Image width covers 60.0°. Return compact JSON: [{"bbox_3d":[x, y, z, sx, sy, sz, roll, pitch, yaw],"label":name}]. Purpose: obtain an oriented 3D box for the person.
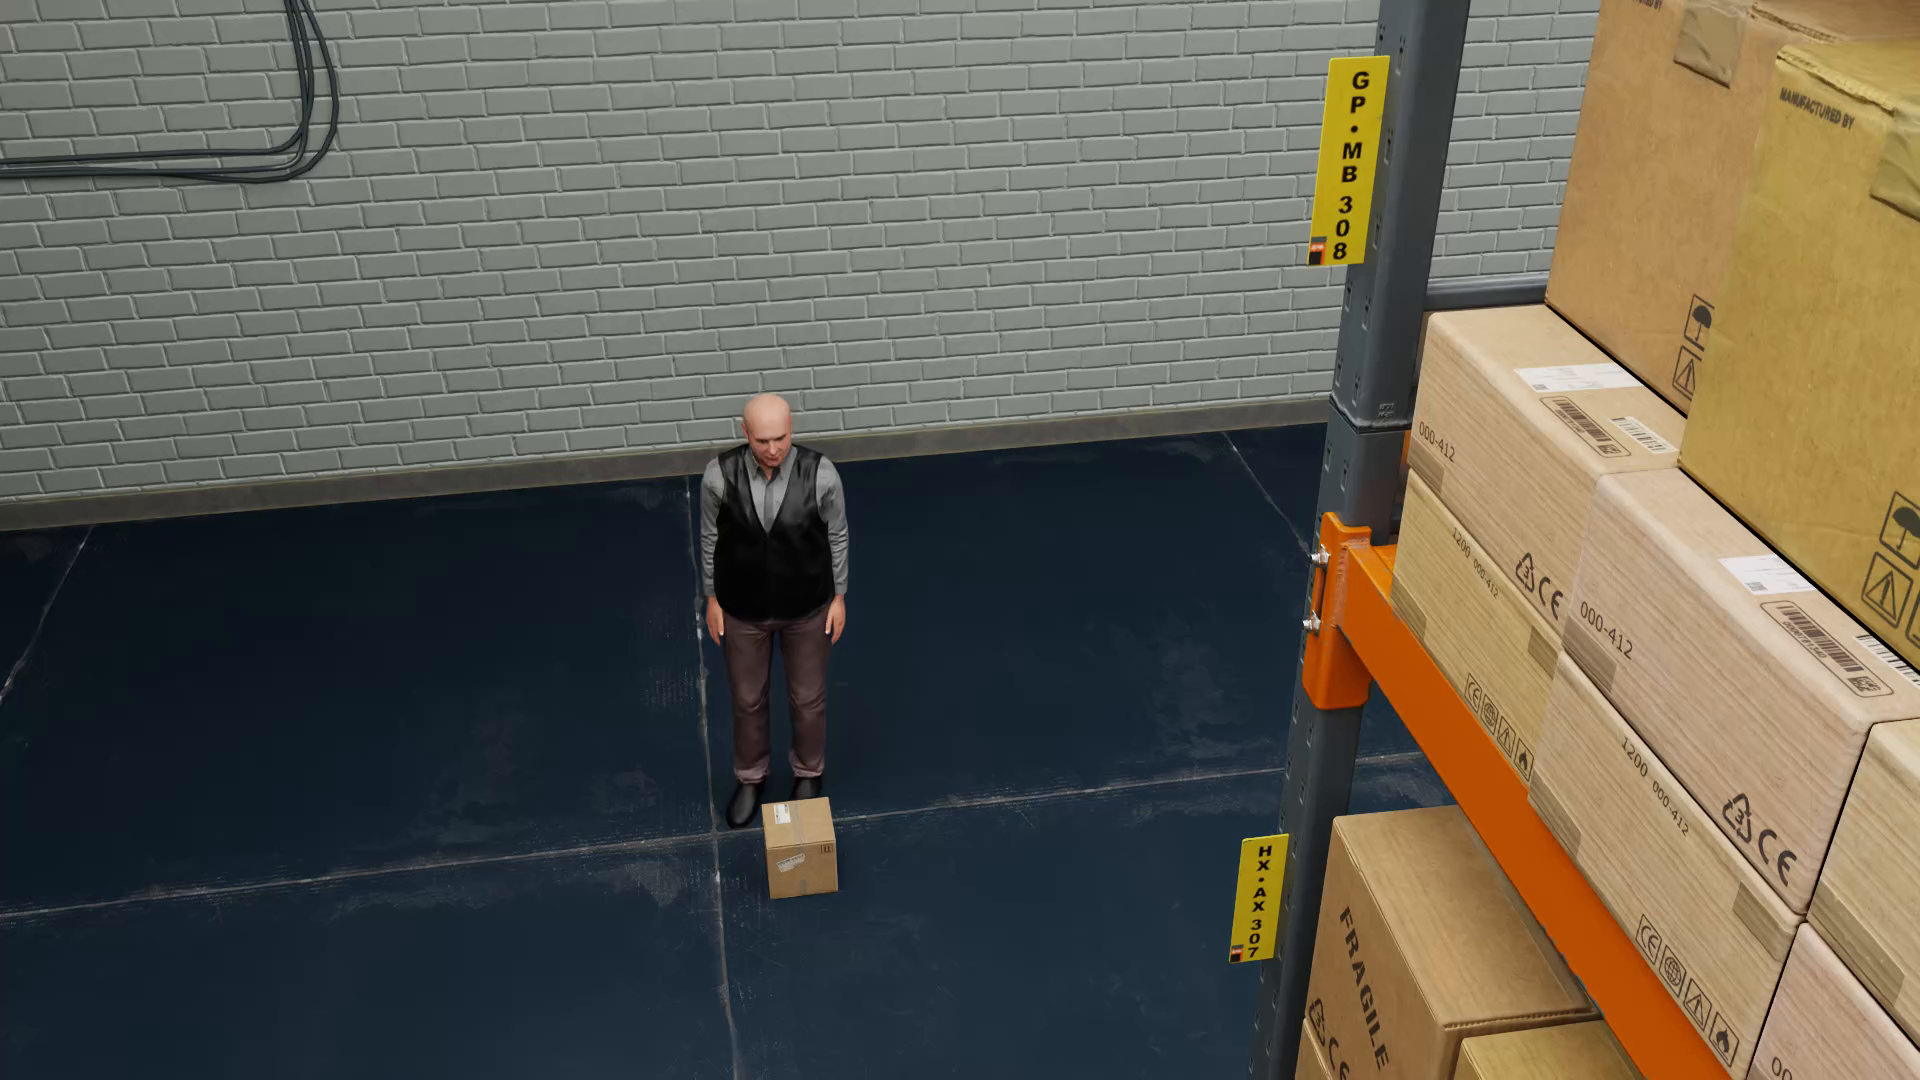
[{"bbox_3d":[-0.680,0.318,6.211,0.548,1.634,0.413,-1,31,-2],"label":"person"}]
